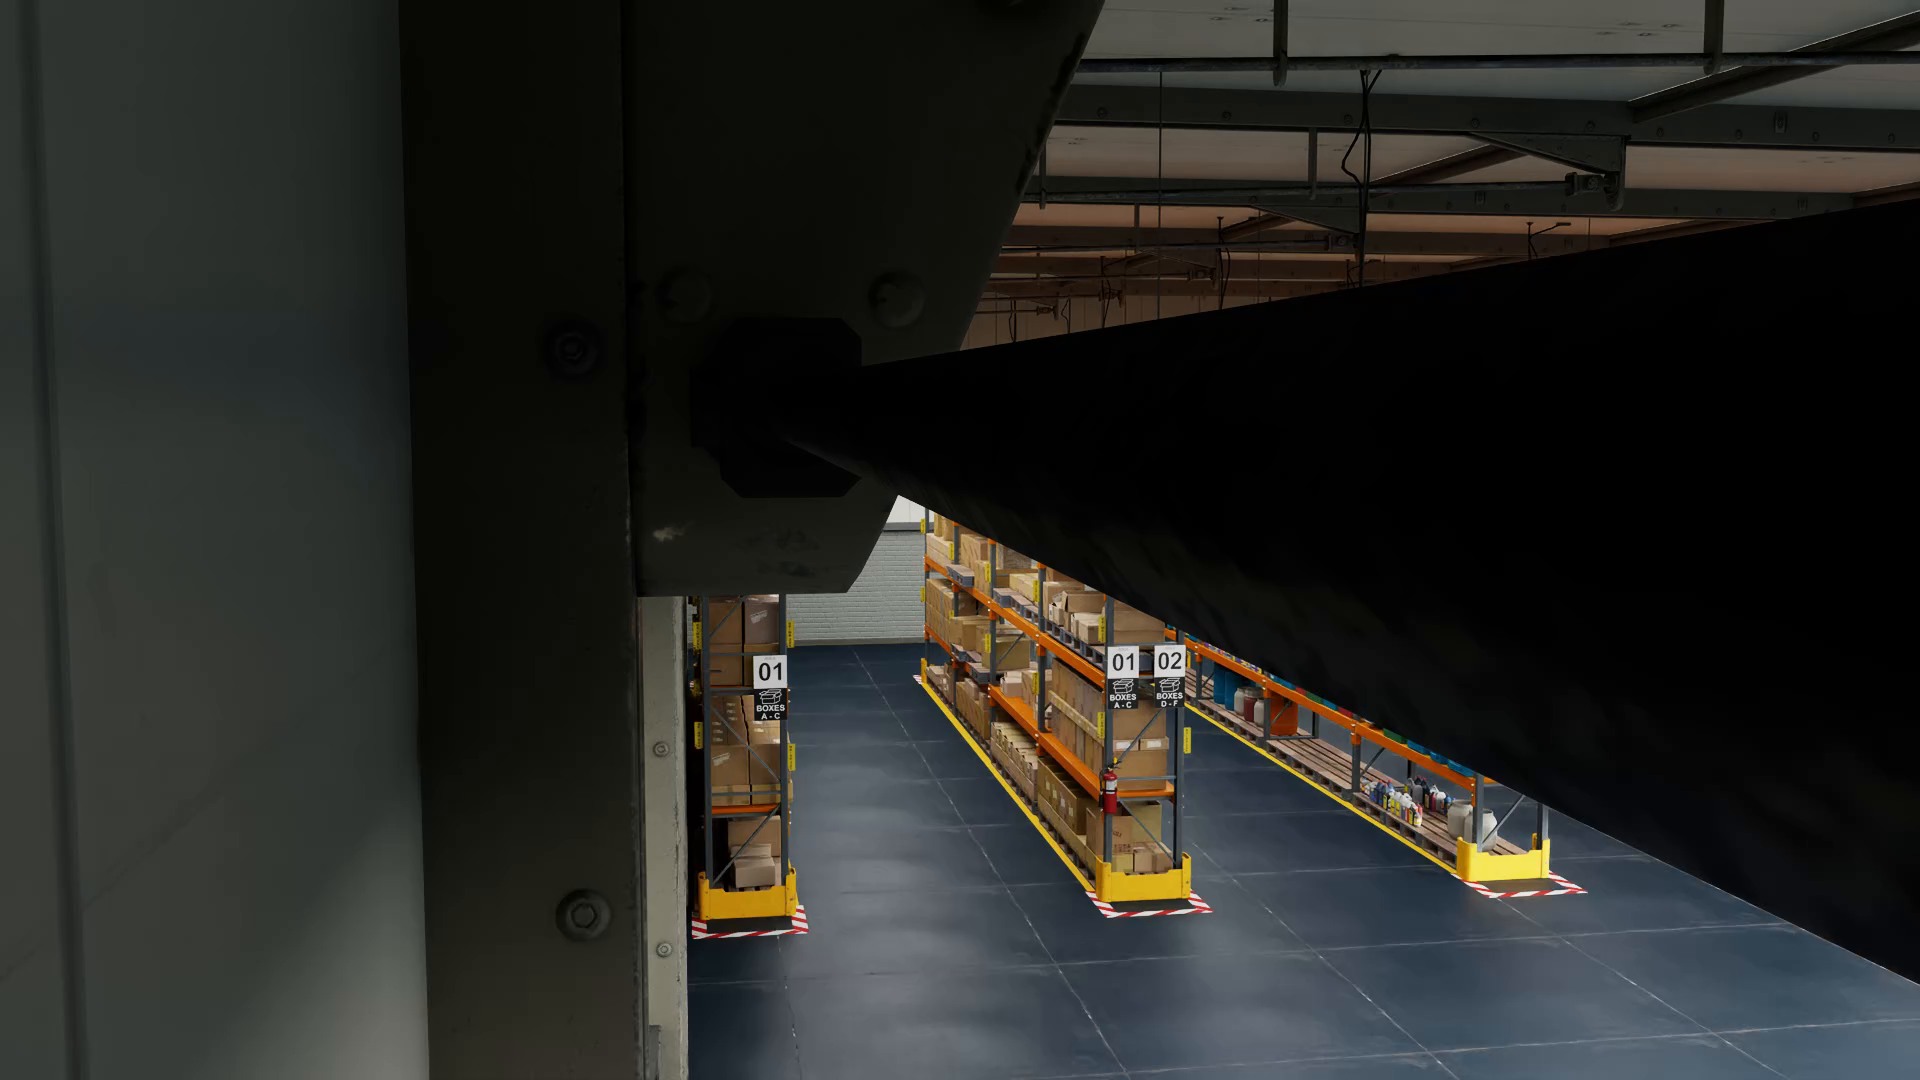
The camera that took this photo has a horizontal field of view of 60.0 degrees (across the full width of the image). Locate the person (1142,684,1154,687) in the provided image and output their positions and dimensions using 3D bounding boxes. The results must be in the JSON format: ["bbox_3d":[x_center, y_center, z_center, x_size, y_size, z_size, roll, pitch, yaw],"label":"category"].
[{"bbox_3d":[3.316,2.799,31.391,0.721,1.512,1.022,0,5,4],"label":"person"}]

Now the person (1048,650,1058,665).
[{"bbox_3d":[1.887,2.414,35.402,0.612,1.667,1.058,-2,5,-18],"label":"person"}]
